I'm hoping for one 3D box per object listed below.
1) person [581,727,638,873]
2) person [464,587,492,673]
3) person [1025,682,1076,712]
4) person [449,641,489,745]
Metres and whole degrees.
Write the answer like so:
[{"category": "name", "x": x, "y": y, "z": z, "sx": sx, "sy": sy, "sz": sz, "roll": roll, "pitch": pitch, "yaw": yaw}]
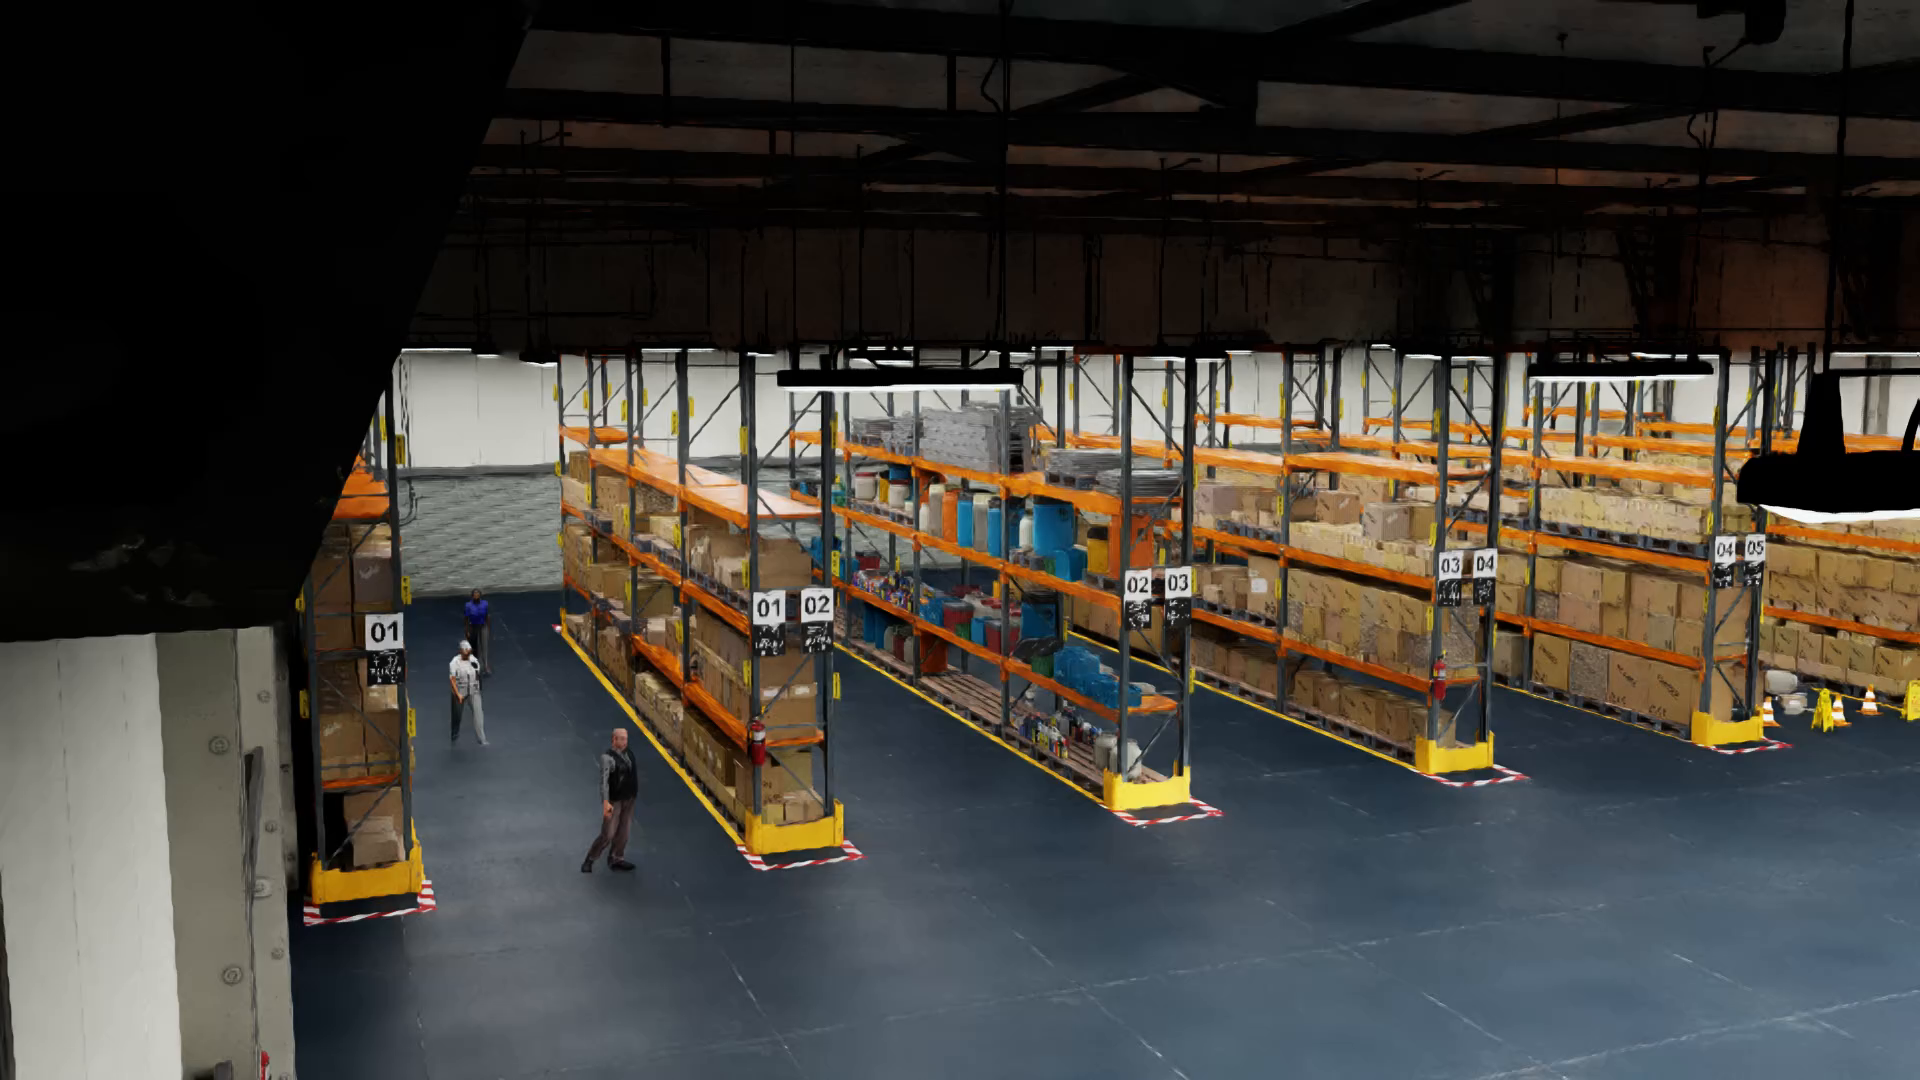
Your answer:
[{"category": "person", "x": -4.076, "y": 3.031, "z": 19.347, "sx": 0.515, "sy": 1.712, "sz": 0.712, "roll": 4, "pitch": 8, "yaw": 28}, {"category": "person", "x": -8.902, "y": 1.639, "z": 30.654, "sx": 0.449, "sy": 1.566, "sz": 1.074, "roll": -3, "pitch": 8, "yaw": -19}, {"category": "person", "x": 1.440, "y": 1.993, "z": 27.394, "sx": 0.671, "sy": 1.727, "sz": 0.773, "roll": -7, "pitch": 10, "yaw": -42}, {"category": "person", "x": -7.534, "y": 2.314, "z": 25.346, "sx": 0.490, "sy": 1.597, "sz": 0.999, "roll": -4, "pitch": 8, "yaw": -29}]
